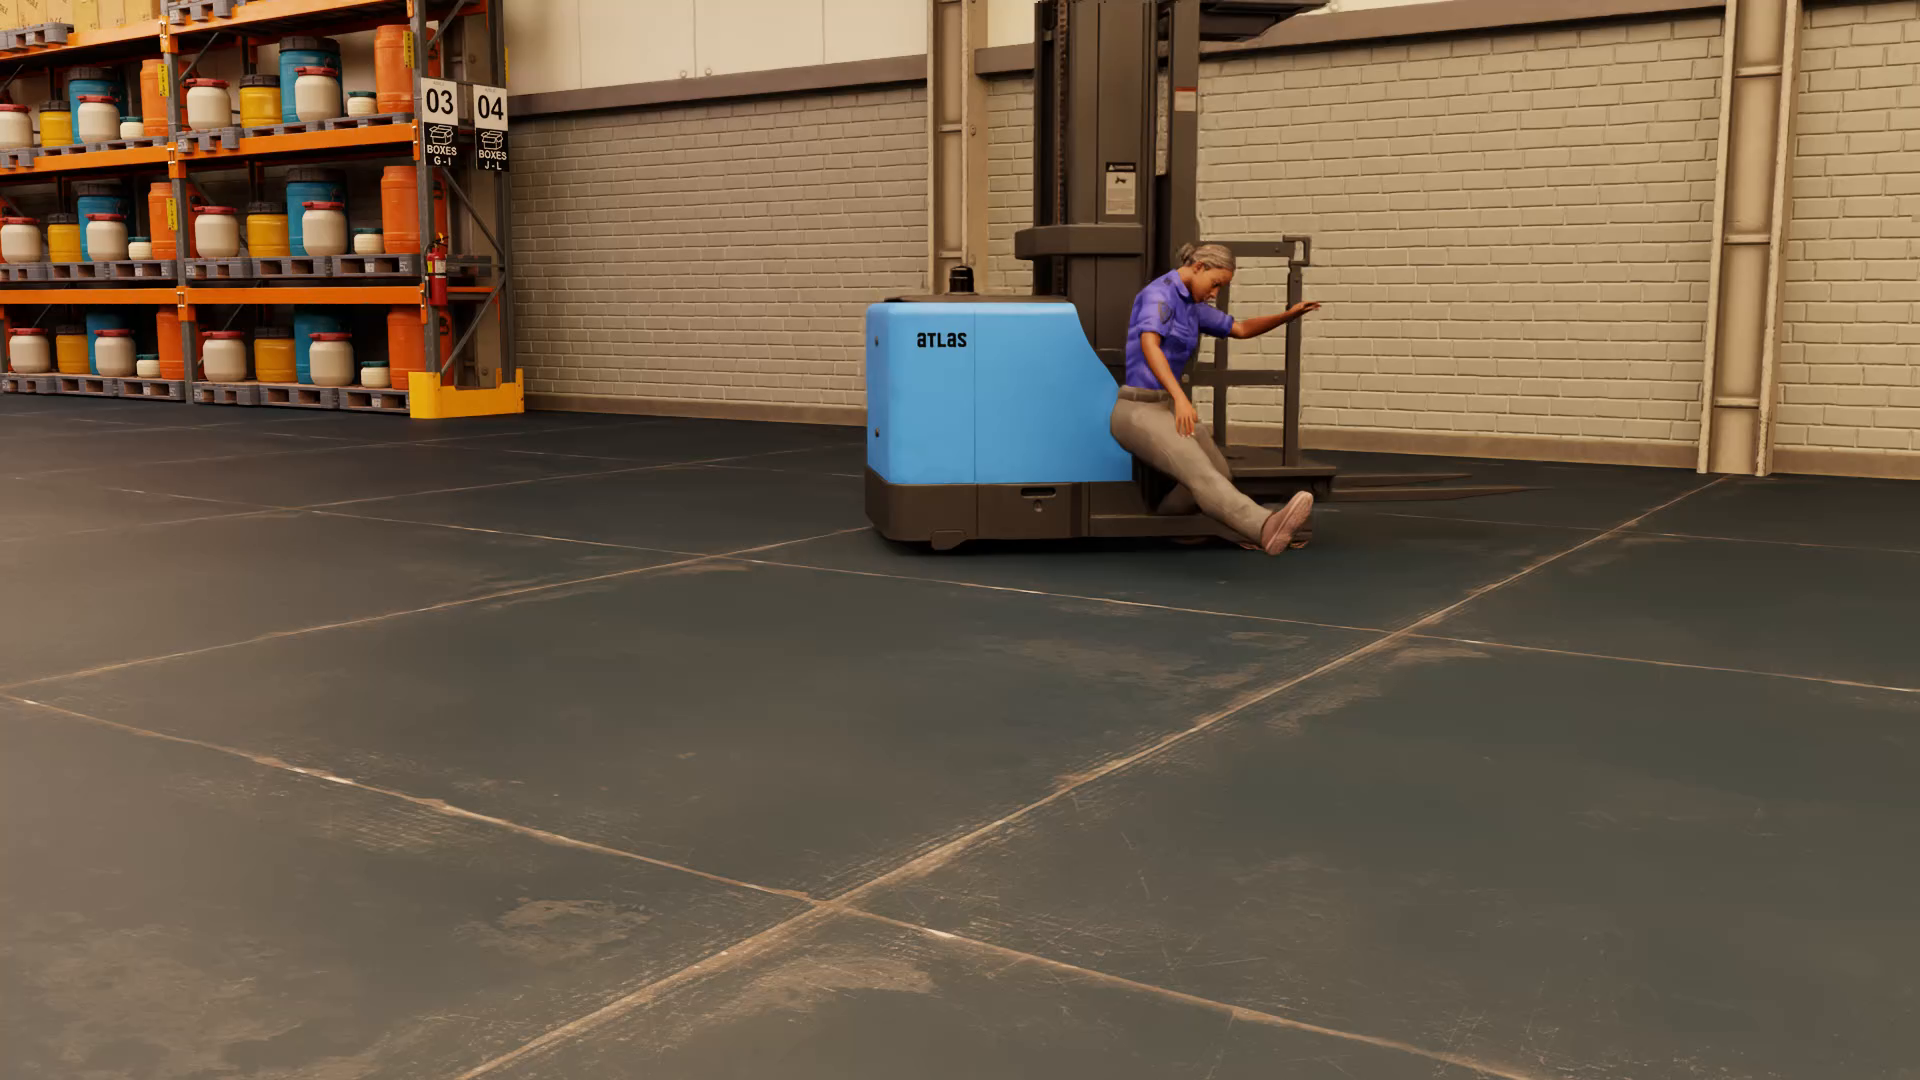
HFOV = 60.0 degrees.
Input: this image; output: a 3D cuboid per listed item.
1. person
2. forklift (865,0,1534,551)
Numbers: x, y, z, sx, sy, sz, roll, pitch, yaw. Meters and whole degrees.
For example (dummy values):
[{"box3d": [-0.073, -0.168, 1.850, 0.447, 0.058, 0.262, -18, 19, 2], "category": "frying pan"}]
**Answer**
[{"box3d": [1.076, -0.553, 6.781, 1.065, 1.296, 0.925, 5, 10, 32], "category": "person"}, {"box3d": [1.109, -1.480, 7.598, 3.031, 2.935, 1.130, -1, 8, -9], "category": "forklift"}]
